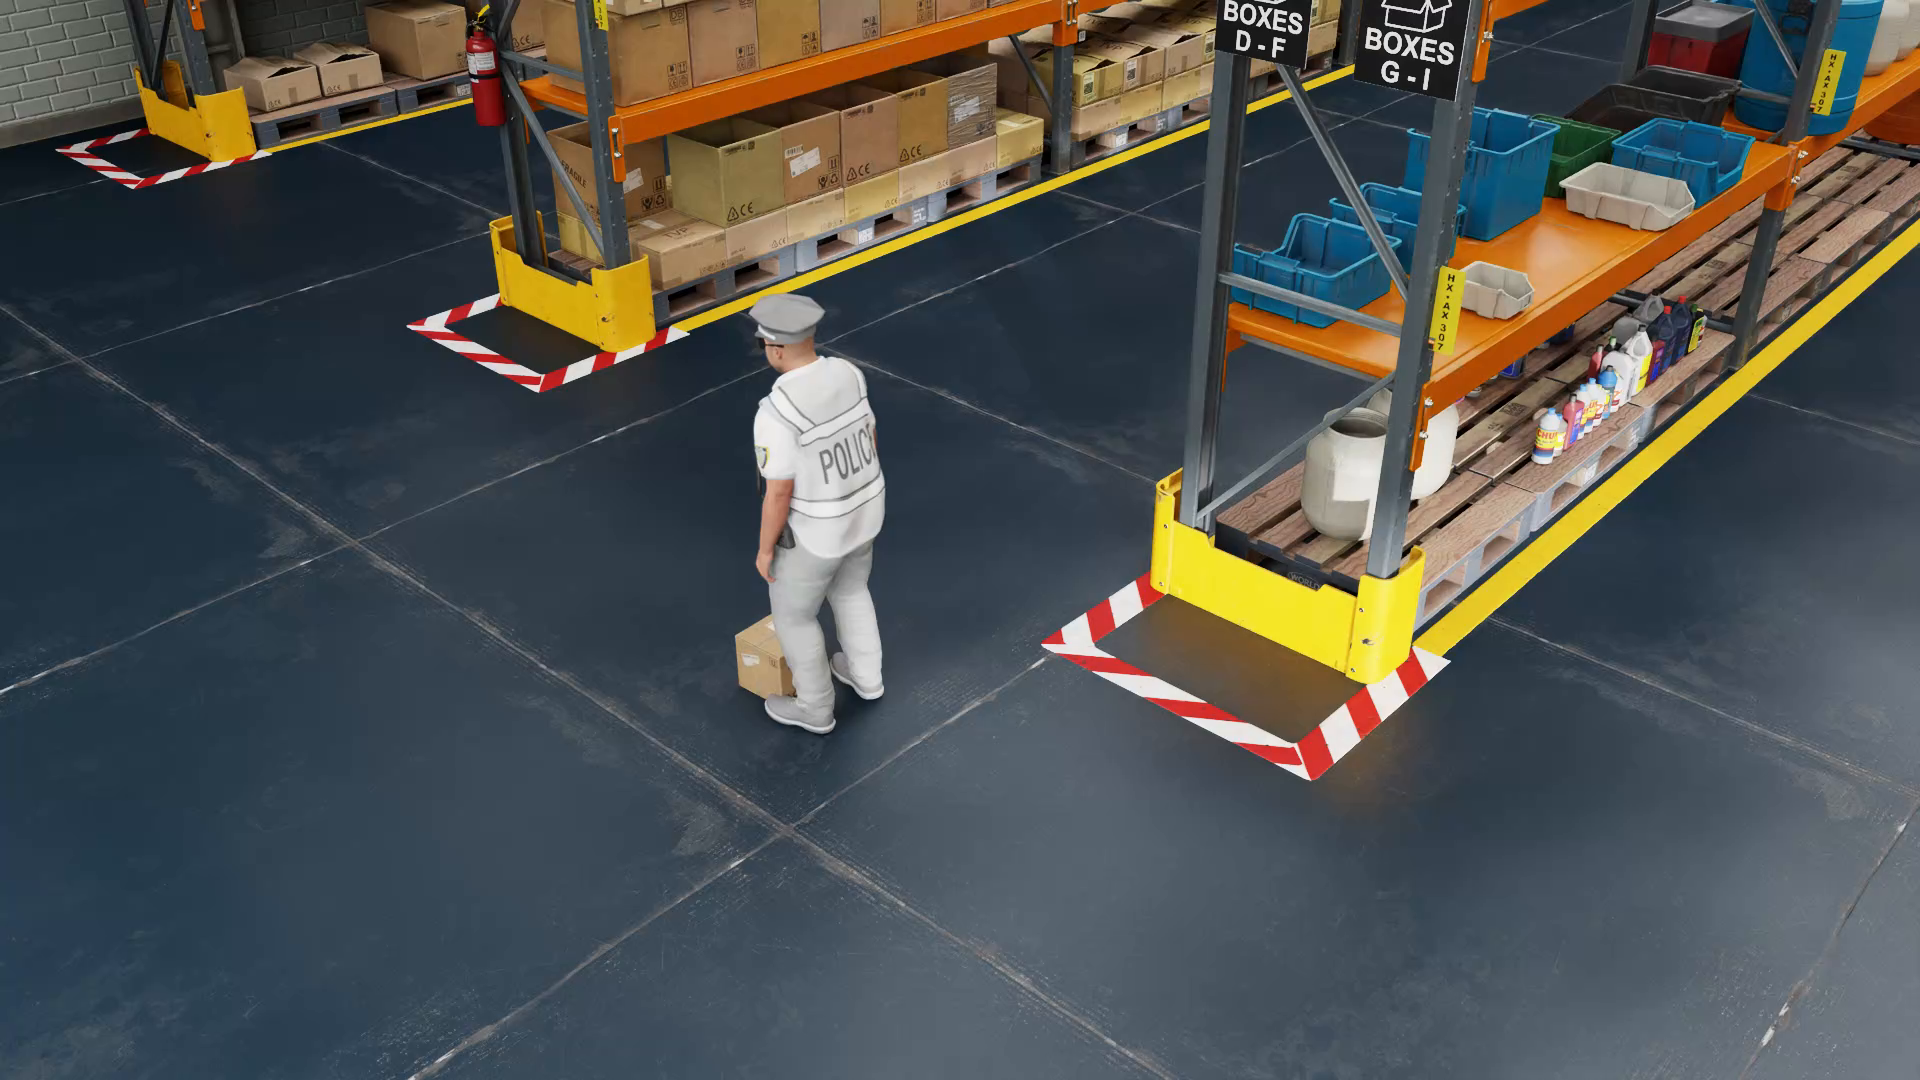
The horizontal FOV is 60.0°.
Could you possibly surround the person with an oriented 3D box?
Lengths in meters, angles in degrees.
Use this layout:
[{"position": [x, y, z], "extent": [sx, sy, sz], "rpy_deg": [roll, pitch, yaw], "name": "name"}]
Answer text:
[{"position": [-0.521, -0.066, 6.237], "extent": [0.437, 1.747, 0.604], "rpy_deg": [22, 38, 32], "name": "person"}]
